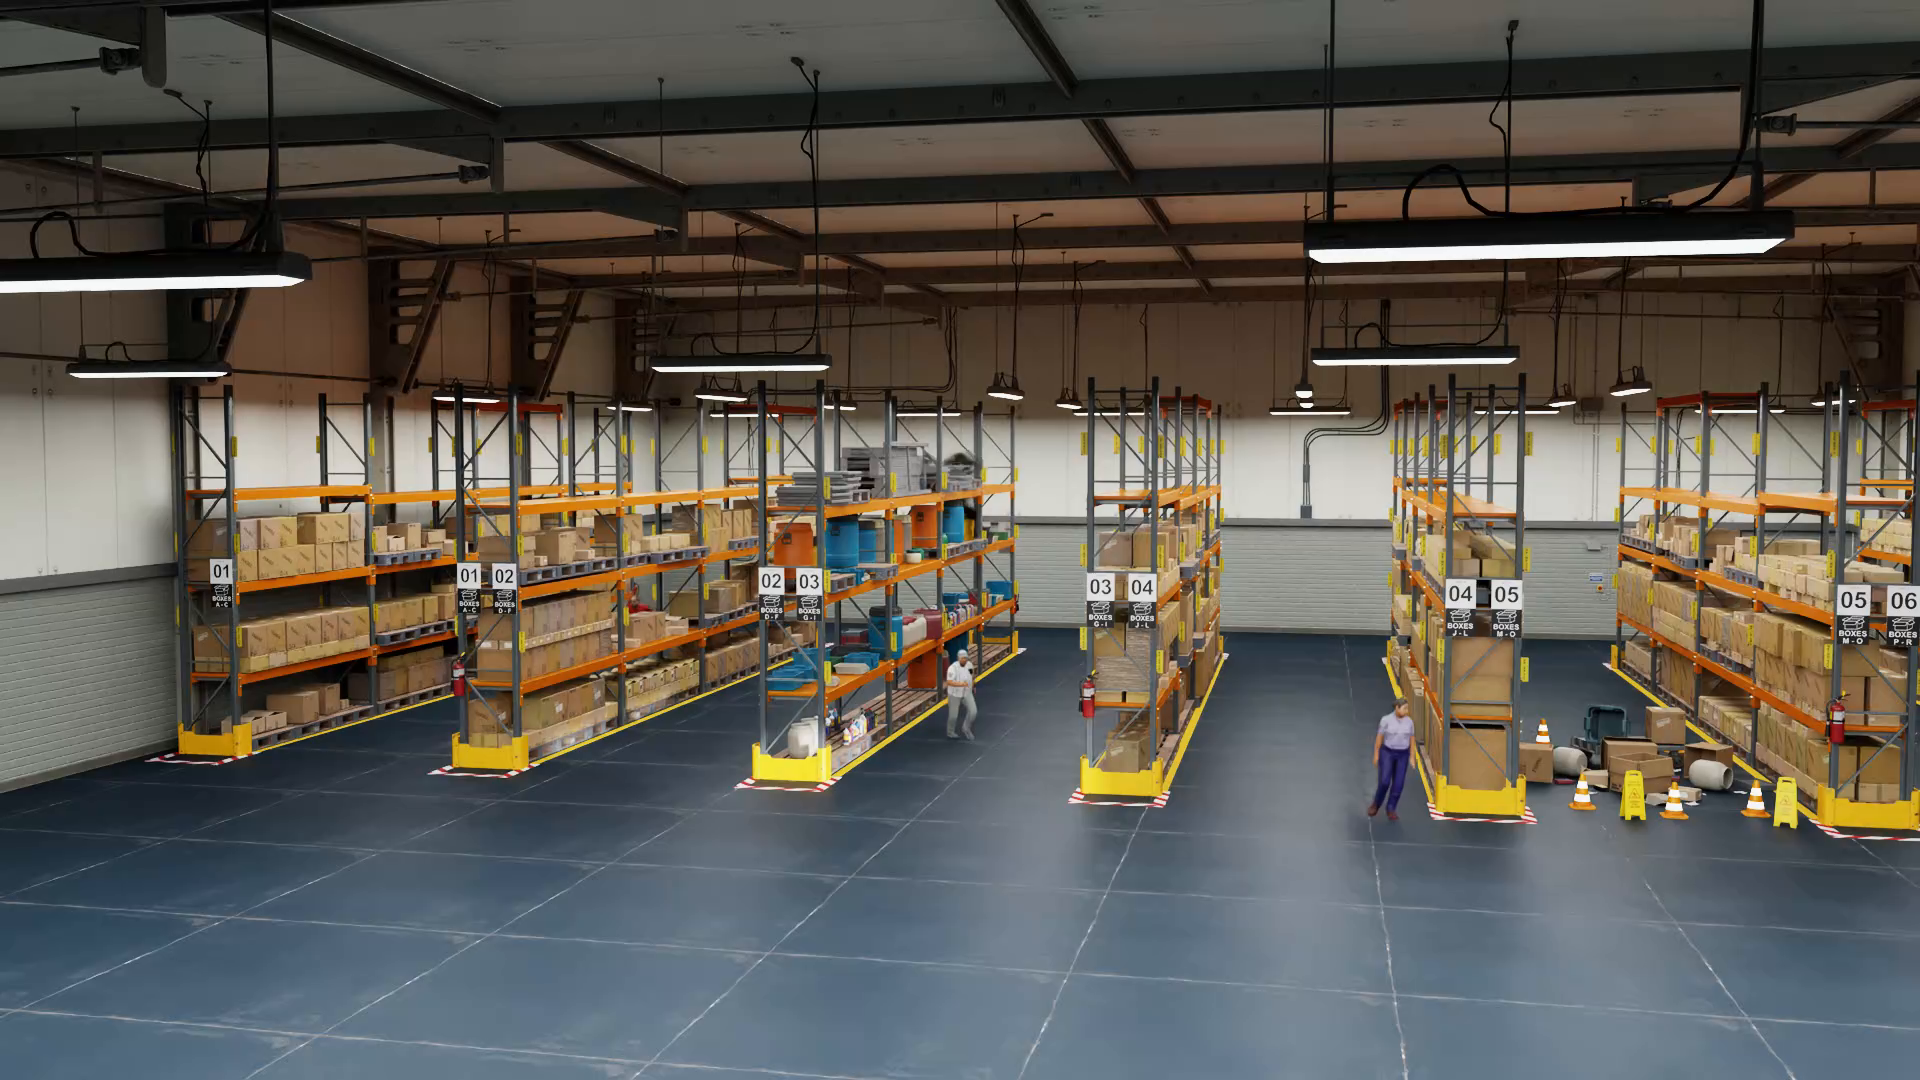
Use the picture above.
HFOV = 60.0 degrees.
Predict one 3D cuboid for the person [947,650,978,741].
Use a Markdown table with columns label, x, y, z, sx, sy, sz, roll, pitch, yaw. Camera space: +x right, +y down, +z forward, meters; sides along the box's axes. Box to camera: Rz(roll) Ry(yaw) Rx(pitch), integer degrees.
| label | x | y | z | sx | sy | sz | roll | pitch | yaw |
| --- | --- | --- | --- | --- | --- | --- | --- | --- | --- |
| person | 0.022 | 2.634 | 28.250 | 0.607 | 1.589 | 0.904 | -1 | 3 | -21 |

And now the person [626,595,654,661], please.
| label | x | y | z | sx | sy | sz | roll | pitch | yaw |
| --- | --- | --- | --- | --- | --- | --- | --- | --- | --- |
| person | -7.474 | 2.051 | 38.754 | 0.713 | 1.585 | 0.846 | -1 | 3 | -15 |

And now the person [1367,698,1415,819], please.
| label | x | y | z | sx | sy | sz | roll | pitch | yaw |
| --- | --- | --- | --- | --- | --- | --- | --- | --- | --- |
| person | 5.799 | 2.919 | 22.310 | 0.619 | 1.631 | 0.427 | 0 | 3 | -7 |
